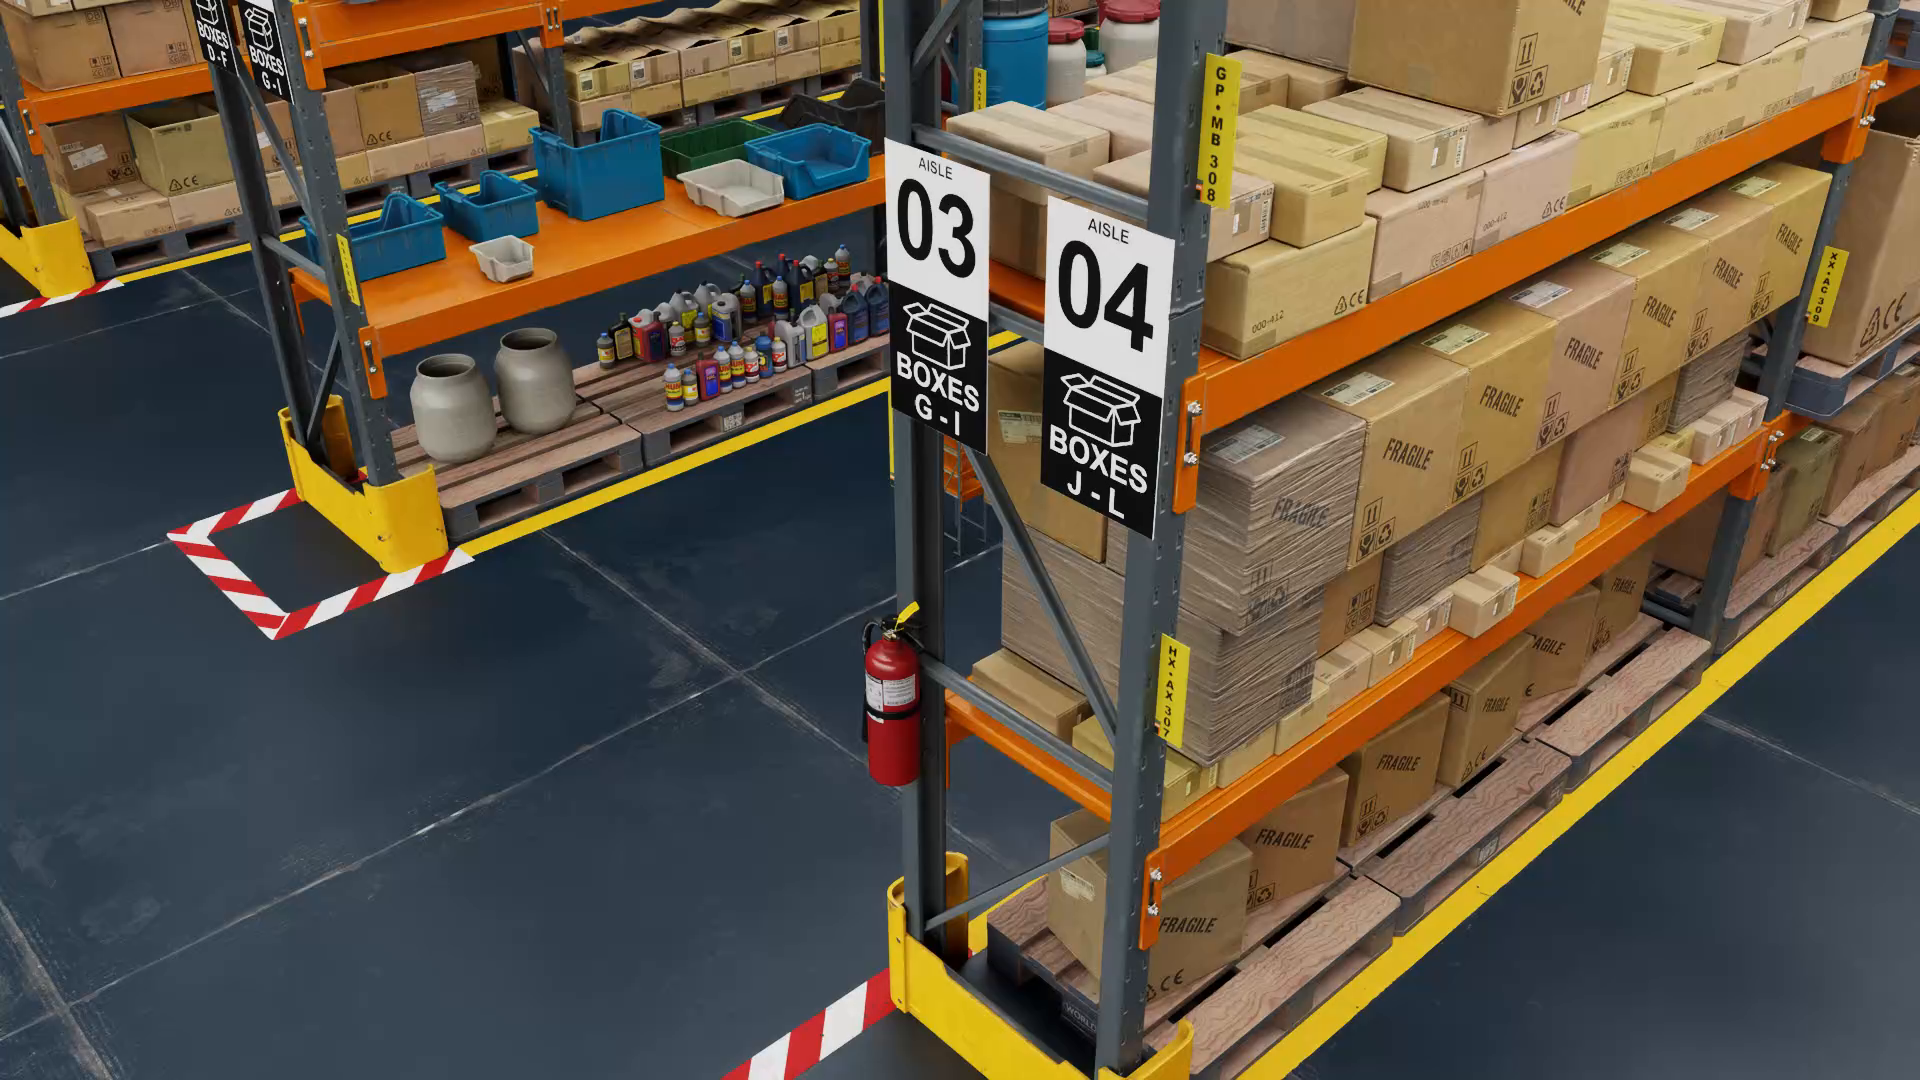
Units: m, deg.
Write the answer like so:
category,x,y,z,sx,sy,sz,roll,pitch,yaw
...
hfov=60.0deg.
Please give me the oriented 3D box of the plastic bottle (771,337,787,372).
category,x,y,z,sx,sy,sz,roll,pitch,yaw
plastic bottle,-1.090,-1.116,9.961,0.097,0.201,0.097,0,31,0

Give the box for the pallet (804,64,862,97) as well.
category,x,y,z,sx,sy,sz,roll,pitch,yaw
pallet,-1.309,-4.601,16.071,1.213,0.211,1.003,-26,40,-35

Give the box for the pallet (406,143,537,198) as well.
category,x,y,z,sx,sy,sz,roll,pitch,yaw
pallet,-4.224,-3.193,13.769,1.213,0.211,1.003,-26,40,-35

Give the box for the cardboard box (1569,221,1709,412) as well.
category,x,y,z,sx,sy,sz,roll,pitch,yaw
cardboard box,2.245,-0.834,5.899,0.500,0.500,0.500,-26,40,-35

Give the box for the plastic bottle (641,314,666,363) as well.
category,x,y,z,sx,sy,sz,roll,pitch,yaw
plastic bottle,-1.855,-1.220,10.052,0.133,0.283,0.061,-26,40,-35

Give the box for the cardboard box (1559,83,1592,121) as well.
category,x,y,z,sx,sy,sz,roll,pitch,yaw
cardboard box,1.675,-1.389,5.032,0.250,0.149,0.380,-26,40,-36

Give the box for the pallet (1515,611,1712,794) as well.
category,x,y,z,sx,sy,sz,roll,pitch,yaw
pallet,2.652,0.584,7.593,1.213,0.211,1.003,-26,40,-35

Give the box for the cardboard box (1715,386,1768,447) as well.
category,x,y,z,sx,sy,sz,roll,pitch,yaw
cardboard box,3.163,-0.562,7.034,0.250,0.149,0.380,-26,40,-35

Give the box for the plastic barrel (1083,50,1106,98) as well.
category,x,y,z,sx,sy,sz,roll,pitch,yaw
plastic barrel,0.828,-3.104,11.084,0.301,0.262,0.301,0,31,0

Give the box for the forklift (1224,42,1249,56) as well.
category,x,y,z,sx,sy,sz,roll,pitch,yaw
forklift,2.018,-1.974,9.168,3.031,2.935,1.130,-20,37,-29

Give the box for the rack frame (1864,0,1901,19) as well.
category,x,y,z,sx,sy,sz,roll,pitch,yaw
rack frame,3.121,-3.417,5.712,0.127,3.000,1.000,-26,40,-35

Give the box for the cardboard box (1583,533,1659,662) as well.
category,x,y,z,sx,sy,sz,roll,pitch,yaw
cardboard box,2.800,0.156,7.613,0.500,0.500,0.500,-27,41,-37

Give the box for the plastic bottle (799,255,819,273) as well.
category,x,y,z,sx,sy,sz,roll,pitch,yaw
plastic bottle,-0.997,-1.708,10.856,0.135,0.276,0.152,-24,39,-34

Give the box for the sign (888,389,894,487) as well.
category,x,y,z,sx,sy,sz,roll,pitch,yaw
sign,-0.175,-0.287,4.931,0.005,0.325,0.100,-26,40,-35

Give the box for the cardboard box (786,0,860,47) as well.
category,x,y,z,sx,sy,sz,roll,pitch,yaw
cardboard box,-1.272,-4.846,15.495,0.500,0.311,0.500,-27,40,-36

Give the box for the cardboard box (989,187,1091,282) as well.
category,x,y,z,sx,sy,sz,roll,pitch,yaw
cardboard box,0.369,-0.923,4.652,0.500,0.250,0.500,-25,39,-34

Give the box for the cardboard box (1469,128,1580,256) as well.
category,x,y,z,sx,sy,sz,roll,pitch,yaw
cardboard box,1.457,-1.086,4.919,0.500,0.250,0.500,-26,40,-36

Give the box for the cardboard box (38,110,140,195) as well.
category,x,y,z,sx,sy,sz,roll,pitch,yaw
cardboard box,-6.354,-2.860,12.066,0.500,0.500,0.500,-26,40,-35

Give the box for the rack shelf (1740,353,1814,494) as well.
category,x,y,z,sx,sy,sz,roll,pitch,yaw
rack shelf,4.587,-1.260,8.625,4.000,0.370,1.077,-26,40,-35

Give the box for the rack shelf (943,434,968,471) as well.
category,x,y,z,sx,sy,sz,roll,pitch,yaw
rack shelf,-0.011,-0.469,8.452,0.180,0.103,0.258,-26,40,-35

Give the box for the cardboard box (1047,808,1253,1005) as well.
category,x,y,z,sx,sy,sz,roll,pitch,yaw
cardboard box,0.657,1.233,5.851,0.500,0.500,0.500,-18,36,-27

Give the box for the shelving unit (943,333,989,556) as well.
category,x,y,z,sx,sy,sz,roll,pitch,yaw
shelving unit,-0.011,-0.507,8.429,0.189,1.200,0.258,-26,40,-35

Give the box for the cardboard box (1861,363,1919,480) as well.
category,x,y,z,sx,sy,sz,roll,pitch,yaw
cardboard box,4.767,-0.747,9.071,0.500,0.500,0.700,-22,38,-32

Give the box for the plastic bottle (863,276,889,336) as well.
category,x,y,z,sx,sy,sz,roll,pitch,yaw
plastic bottle,-0.523,-1.471,10.398,0.185,0.351,0.144,-27,41,-37

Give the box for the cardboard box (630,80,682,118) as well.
category,x,y,z,sx,sy,sz,roll,pitch,yaw
cardboard box,-2.772,-3.884,14.459,0.500,0.250,0.500,-25,39,-34

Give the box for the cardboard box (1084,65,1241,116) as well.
category,x,y,z,sx,sy,sz,roll,pitch,yaw
cardboard box,0.576,-1.229,4.771,0.380,0.149,0.250,27,41,37

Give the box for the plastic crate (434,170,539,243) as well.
category,x,y,z,sx,sy,sz,roll,pitch,yaw
plastic crate,-2.536,-1.790,8.945,0.408,0.251,0.499,-26,40,-35

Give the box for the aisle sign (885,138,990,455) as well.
category,x,y,z,sx,sy,sz,roll,pitch,yaw
aisle sign,-0.062,-0.641,4.431,0.004,0.787,0.394,-26,40,-35

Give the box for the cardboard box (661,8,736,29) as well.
category,x,y,z,sx,sy,sz,roll,pitch,yaw
cardboard box,-2.394,-4.687,15.236,0.500,0.311,0.500,-26,40,-36

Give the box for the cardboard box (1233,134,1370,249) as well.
category,x,y,z,sx,sy,sz,roll,pitch,yaw
cardboard box,0.803,-0.889,4.215,0.250,0.149,0.380,-25,39,-34

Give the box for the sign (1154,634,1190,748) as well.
category,x,y,z,sx,sy,sz,roll,pitch,yaw
sign,0.557,0.399,4.392,0.005,0.325,0.100,-26,40,-35

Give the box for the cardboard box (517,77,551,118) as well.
category,x,y,z,sx,sy,sz,roll,pitch,yaw
cardboard box,-3.505,-3.913,14.506,0.500,0.250,0.500,-26,40,-36

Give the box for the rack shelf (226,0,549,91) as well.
category,x,y,z,sx,sy,sz,roll,pitch,yaw
rack shelf,-1.713,-3.016,8.621,4.000,0.370,1.077,-26,40,-35

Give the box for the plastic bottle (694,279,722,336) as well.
category,x,y,z,sx,sy,sz,roll,pitch,yaw
plastic bottle,-1.571,-1.465,10.387,0.185,0.351,0.144,-26,40,-36

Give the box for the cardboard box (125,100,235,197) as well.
category,x,y,z,sx,sy,sz,roll,pitch,yaw
cardboard box,-5.635,-2.839,12.032,0.500,0.500,0.500,-26,40,-35

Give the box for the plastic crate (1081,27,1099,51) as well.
category,x,y,z,sx,sy,sz,roll,pitch,yaw
plastic crate,0.838,-3.388,11.618,0.662,0.188,0.450,-26,40,-35

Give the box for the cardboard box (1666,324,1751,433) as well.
category,x,y,z,sx,sy,sz,roll,pitch,yaw
cardboard box,2.749,-0.891,6.951,0.500,0.500,0.875,-26,40,-35

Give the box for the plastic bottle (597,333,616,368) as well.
category,x,y,z,sx,sy,sz,roll,pitch,yaw
plastic bottle,-2.131,-1.147,10.010,0.097,0.201,0.097,0,31,0

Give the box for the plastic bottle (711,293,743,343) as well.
category,x,y,z,sx,sy,sz,roll,pitch,yaw
plastic bottle,-1.452,-1.385,10.329,0.135,0.276,0.152,-26,40,-35

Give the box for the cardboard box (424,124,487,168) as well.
category,x,y,z,sx,sy,sz,roll,pitch,yaw
cardboard box,-4.177,-3.233,13.395,0.500,0.250,0.500,-26,40,-35

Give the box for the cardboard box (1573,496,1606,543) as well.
category,x,y,z,sx,sy,sz,roll,pitch,yaw
cardboard box,2.213,-0.137,6.340,0.250,0.149,0.380,-26,40,-35

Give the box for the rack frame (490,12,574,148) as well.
category,x,y,z,sx,sy,sz,roll,pitch,yaw
rack frame,-3.612,-4.649,13.477,0.127,3.000,1.000,-26,40,-35

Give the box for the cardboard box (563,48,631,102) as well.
category,x,y,z,sx,sy,sz,roll,pitch,yaw
cardboard box,-3.140,-3.945,14.022,0.500,0.311,0.500,-26,40,-35

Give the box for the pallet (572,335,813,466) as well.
category,x,y,z,sx,sy,sz,roll,pitch,yaw
pallet,-1.662,-0.906,10.029,1.213,0.211,1.003,-26,40,-35

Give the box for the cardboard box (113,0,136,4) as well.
category,x,y,z,sx,sy,sz,roll,pitch,yaw
cardboard box,-5.735,-3.789,11.353,0.250,0.149,0.380,-26,40,-35

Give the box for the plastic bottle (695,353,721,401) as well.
category,x,y,z,sx,sy,sz,roll,pitch,yaw
plastic bottle,-1.460,-0.960,9.626,0.133,0.283,0.061,-25,39,-35

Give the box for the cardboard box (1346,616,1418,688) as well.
category,x,y,z,sx,sy,sz,roll,pitch,yaw
cardboard box,1.306,0.312,5.606,0.250,0.149,0.380,-26,40,-35

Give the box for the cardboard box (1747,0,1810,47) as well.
category,x,y,z,sx,sy,sz,roll,pitch,yaw
cardboard box,2.696,-1.836,5.763,0.380,0.149,0.250,27,40,37

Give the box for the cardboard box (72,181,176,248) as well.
category,x,y,z,sx,sy,sz,roll,pitch,yaw
cardboard box,-6.001,-2.341,11.936,0.500,0.250,0.500,-26,40,-35

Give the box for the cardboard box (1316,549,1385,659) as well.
category,x,y,z,sx,sy,sz,roll,pitch,yaw
cardboard box,0.895,-0.016,5.520,0.500,0.500,0.875,-26,40,-35
